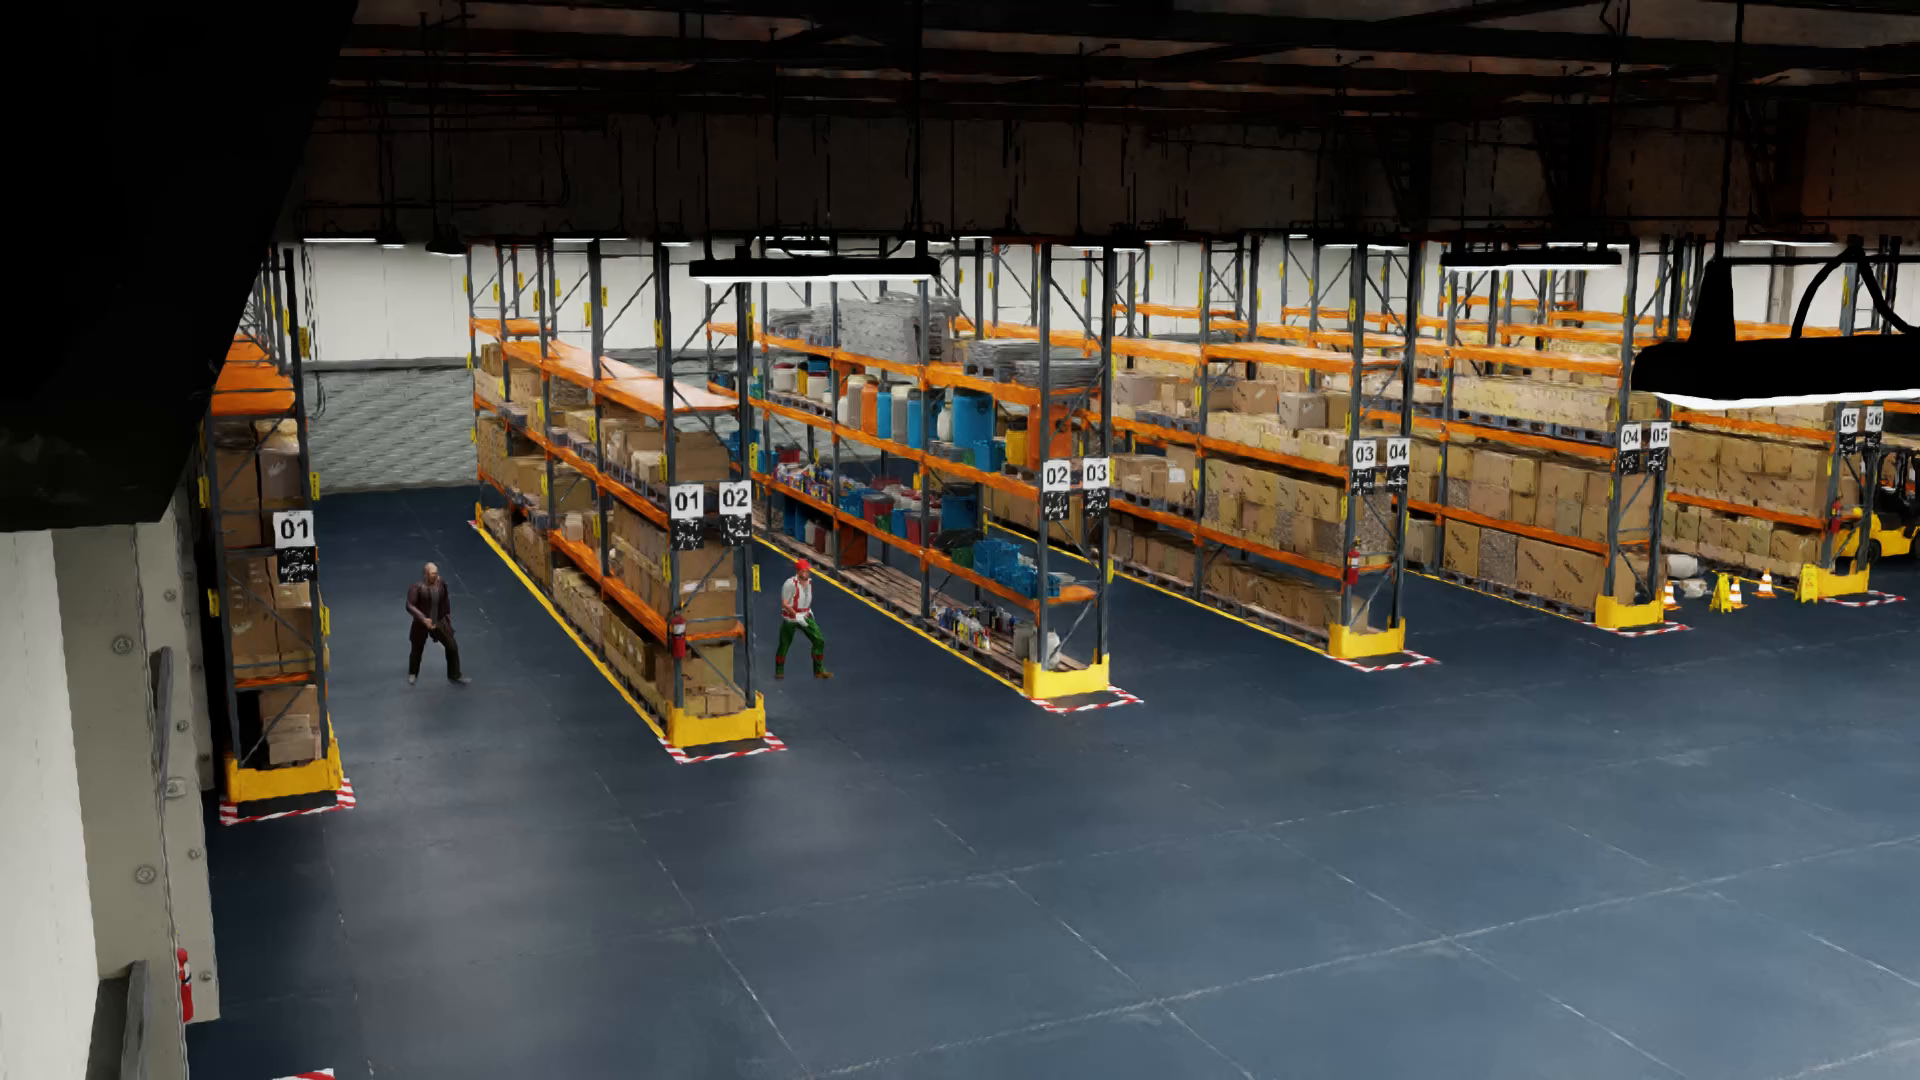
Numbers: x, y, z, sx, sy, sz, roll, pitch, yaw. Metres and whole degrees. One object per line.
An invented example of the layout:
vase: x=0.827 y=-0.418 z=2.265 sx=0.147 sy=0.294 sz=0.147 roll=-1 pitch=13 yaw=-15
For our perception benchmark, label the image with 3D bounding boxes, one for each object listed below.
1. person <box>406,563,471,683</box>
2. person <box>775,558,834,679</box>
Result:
person: x=-7.240 y=1.133 z=22.737 sx=0.735 sy=1.715 sz=0.879 roll=-9 pitch=14 yaw=-39
person: x=-2.227 y=1.087 z=22.962 sx=0.671 sy=1.730 sz=0.769 roll=-11 pitch=15 yaw=-43
